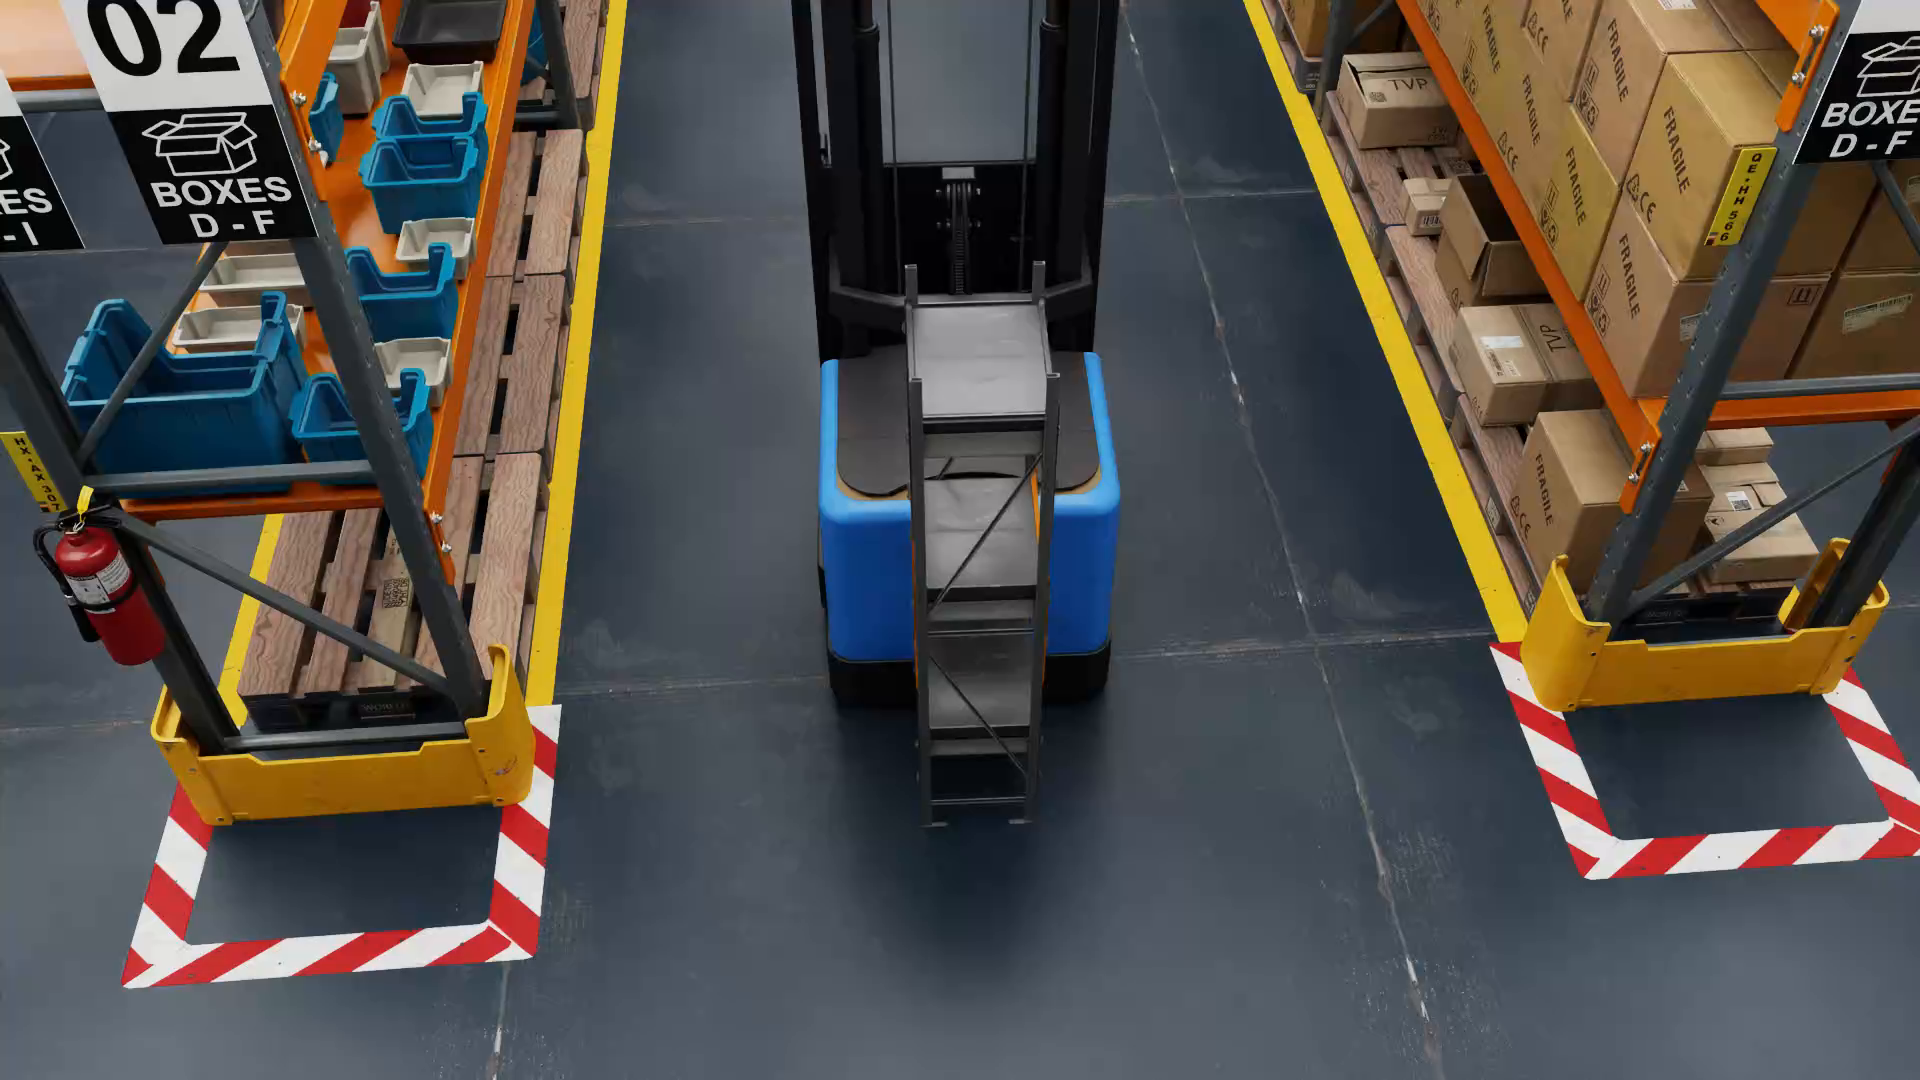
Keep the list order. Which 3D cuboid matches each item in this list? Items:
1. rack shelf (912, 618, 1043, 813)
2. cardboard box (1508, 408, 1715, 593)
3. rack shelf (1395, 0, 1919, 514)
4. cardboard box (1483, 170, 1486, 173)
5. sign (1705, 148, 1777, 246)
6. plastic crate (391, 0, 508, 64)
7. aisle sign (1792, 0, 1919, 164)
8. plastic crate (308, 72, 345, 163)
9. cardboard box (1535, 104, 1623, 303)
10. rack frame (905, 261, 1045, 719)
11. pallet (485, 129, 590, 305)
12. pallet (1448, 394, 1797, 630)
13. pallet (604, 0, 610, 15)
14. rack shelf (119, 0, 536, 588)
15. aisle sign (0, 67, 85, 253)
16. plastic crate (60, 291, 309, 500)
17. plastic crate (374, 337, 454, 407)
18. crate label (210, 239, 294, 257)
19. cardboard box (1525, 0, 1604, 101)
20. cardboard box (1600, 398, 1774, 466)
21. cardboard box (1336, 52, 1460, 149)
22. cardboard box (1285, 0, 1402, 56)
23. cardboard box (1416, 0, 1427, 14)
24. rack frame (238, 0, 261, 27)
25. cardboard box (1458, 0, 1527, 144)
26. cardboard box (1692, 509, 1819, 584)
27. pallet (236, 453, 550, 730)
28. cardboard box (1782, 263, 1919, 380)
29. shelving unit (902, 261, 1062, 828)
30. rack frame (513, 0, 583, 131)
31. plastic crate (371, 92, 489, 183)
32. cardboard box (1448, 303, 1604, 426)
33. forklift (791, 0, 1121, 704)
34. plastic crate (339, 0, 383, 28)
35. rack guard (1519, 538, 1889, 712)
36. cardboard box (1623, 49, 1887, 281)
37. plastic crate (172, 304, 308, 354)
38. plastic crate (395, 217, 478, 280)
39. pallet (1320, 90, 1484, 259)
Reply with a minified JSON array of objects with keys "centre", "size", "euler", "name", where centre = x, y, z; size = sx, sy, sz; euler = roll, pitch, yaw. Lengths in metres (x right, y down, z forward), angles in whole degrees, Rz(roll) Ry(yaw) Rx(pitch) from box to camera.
[{"centre":[0.054,0.605,5.850],"size":[0.431,0.518,0.480],"euler":[-2,47,-2],"name":"rack shelf"},{"centre":[2.481,-0.155,6.386],"size":[0.500,0.500,0.500],"euler":[-3,47,-3],"name":"cardboard box"},{"centre":[2.604,-1.684,6.911],"size":[1.077,0.370,4.000],"euler":[-3,47,-3],"name":"rack shelf"},{"centre":[2.830,-1.668,7.949],"size":[0.500,0.311,0.500],"euler":[-3,47,-3],"name":"cardboard box"},{"centre":[2.217,-0.972,4.726],"size":[0.100,0.325,0.005],"euler":[-3,47,-3],"name":"sign"},{"centre":[-2.138,-2.213,7.064],"size":[0.437,0.125,0.590],"euler":[-3,47,-3],"name":"plastic crate"},{"centre":[2.472,-1.310,4.271],"size":[0.394,0.787,0.004],"euler":[-3,47,-3],"name":"aisle sign"},{"centre":[-2.592,-1.619,6.428],"size":[0.416,0.233,0.300],"euler":[-3,47,-3],"name":"plastic crate"},{"centre":[2.416,-1.201,5.890],"size":[0.500,0.500,0.500],"euler":[-3,47,-3],"name":"cardboard box"},{"centre":[0.043,-0.063,5.500],"size":[0.400,2.100,0.015],"euler":[-2,47,-2],"name":"rack frame"},{"centre":[-2.399,-1.592,8.249],"size":[1.003,0.211,1.213],"euler":[-3,47,-3],"name":"pallet"},{"centre":[2.698,-0.157,6.890],"size":[1.003,0.211,1.213],"euler":[-3,47,-3],"name":"pallet"},{"centre":[-2.628,-3.567,10.119],"size":[1.003,0.211,1.213],"euler":[-3,47,-3],"name":"pallet"},{"centre":[-2.332,-1.386,6.628],"size":[1.077,0.370,4.000],"euler":[-3,47,-3],"name":"rack shelf"},{"centre":[-2.450,-1.010,3.987],"size":[0.394,0.787,0.004],"euler":[-3,47,-3],"name":"aisle sign"},{"centre":[-2.379,-0.450,5.181],"size":[0.616,0.435,0.499],"euler":[-3,47,-3],"name":"plastic crate"},{"centre":[-1.801,-0.552,5.483],"size":[0.250,0.136,0.298],"euler":[-3,47,-3],"name":"plastic crate"},{"centre":[-2.471,-1.106,6.008],"size":[0.396,0.136,0.243],"euler":[-3,47,-3],"name":"crate label"},{"centre":[2.369,-1.908,5.870],"size":[0.500,0.500,0.500],"euler":[-2,47,-2],"name":"cardboard box"},{"centre":[2.967,-0.463,6.849],"size":[0.500,0.250,0.500],"euler":[-3,47,-3],"name":"cardboard box"},{"centre":[2.257,-2.288,8.537],"size":[0.500,0.311,0.500],"euler":[-3,47,-3],"name":"cardboard box"},{"centre":[2.110,-3.010,9.090],"size":[0.500,0.500,0.500],"euler":[-4,47,-4],"name":"cardboard box"},{"centre":[2.254,-2.657,7.268],"size":[0.500,0.500,0.500],"euler":[-3,47,-3],"name":"cardboard box"},{"centre":[-2.164,-2.249,2.819],"size":[1.000,3.000,0.127],"euler":[-3,47,-3],"name":"rack frame"},{"centre":[2.338,-1.927,6.577],"size":[0.500,0.500,0.500],"euler":[-4,47,-4],"name":"cardboard box"},{"centre":[3.079,0.021,6.461],"size":[0.380,0.149,0.250],"euler":[-3,47,-3],"name":"cardboard box"},{"centre":[-2.195,0.174,6.577],"size":[1.003,0.211,1.213],"euler":[-3,47,-3],"name":"pallet"},{"centre":[2.997,-0.856,5.562],"size":[0.500,0.500,0.500],"euler":[-3,47,-2],"name":"cardboard box"},{"centre":[0.054,0.114,5.332],"size":[0.431,2.100,0.503],"euler":[-2,47,-2],"name":"shelving unit"},{"centre":[-2.499,-3.080,7.738],"size":[1.000,3.000,0.127],"euler":[-3,47,-3],"name":"rack frame"},{"centre":[-1.992,-1.518,6.332],"size":[0.416,0.233,0.300],"euler":[-3,47,-3],"name":"plastic crate"},{"centre":[2.431,-0.758,7.129],"size":[0.500,0.250,0.500],"euler":[-3,47,-3],"name":"cardboard box"},{"centre":[-0.028,-1.459,6.250],"size":[1.130,2.935,3.031],"euler":[-2,47,-2],"name":"forklift"},{"centre":[-2.674,-2.462,7.066],"size":[0.402,0.464,0.583],"euler":[-3,47,-3],"name":"plastic crate"},{"centre":[2.766,0.320,6.239],"size":[1.175,0.500,0.348],"euler":[-3,47,-3],"name":"rack guard"},{"centre":[2.461,-1.168,5.169],"size":[0.500,0.500,0.500],"euler":[-4,47,-4],"name":"cardboard box"},{"centre":[-2.413,-0.695,5.619],"size":[0.396,0.136,0.243],"euler":[-3,47,-3],"name":"plastic crate"},{"centre":[-1.858,-1.043,5.948],"size":[0.250,0.136,0.298],"euler":[-3,47,-3],"name":"plastic crate"},{"centre":[2.494,-1.923,8.562],"size":[1.003,0.211,1.213],"euler":[-3,47,-3],"name":"pallet"}]
